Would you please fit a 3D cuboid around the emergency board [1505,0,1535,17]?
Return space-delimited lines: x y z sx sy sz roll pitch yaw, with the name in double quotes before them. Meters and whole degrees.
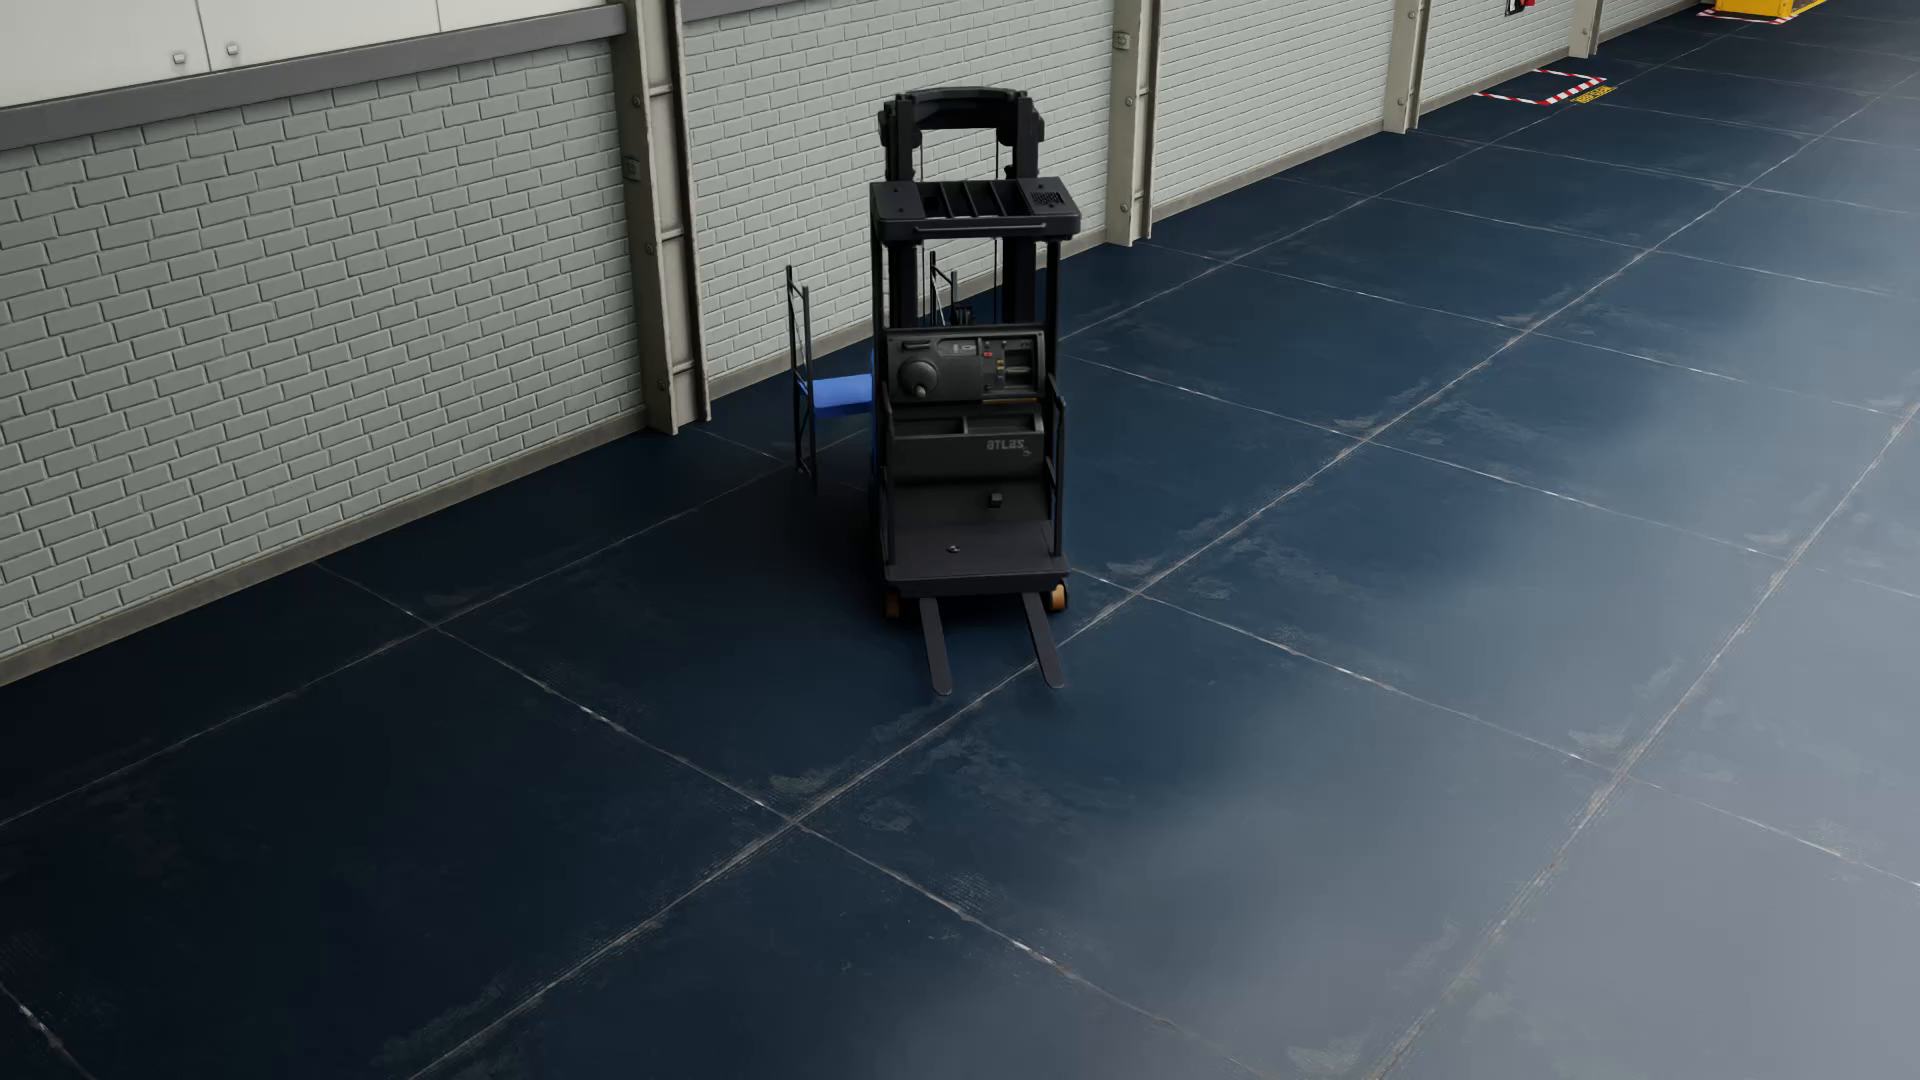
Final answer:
"emergency board" 7.715 -7.744 22.588 0.194 1.169 0.643 21 34 34

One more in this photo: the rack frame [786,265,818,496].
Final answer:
"rack frame" -1.076 -1.077 11.328 0.032 1.500 0.500 -9 28 -17

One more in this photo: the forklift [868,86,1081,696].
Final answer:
"forklift" 0.061 -0.990 9.606 1.130 2.935 3.031 -3 27 -5

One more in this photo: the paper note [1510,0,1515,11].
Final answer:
"paper note" 7.549 -7.311 22.708 0.016 0.148 0.142 21 34 34

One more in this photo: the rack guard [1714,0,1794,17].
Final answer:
"rack guard" 13.403 -9.152 28.030 1.175 0.500 0.348 21 34 34

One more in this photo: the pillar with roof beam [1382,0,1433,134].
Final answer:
"pillar with roof beam" 8.822 -7.889 16.337 9.100 9.000 0.400 21 34 34

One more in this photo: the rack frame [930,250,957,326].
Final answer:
"rack frame" -0.114 -1.229 11.620 0.032 1.500 0.500 -9 28 -17

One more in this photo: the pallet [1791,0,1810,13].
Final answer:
"pallet" 13.947 -9.302 28.633 1.003 0.211 1.213 21 34 34

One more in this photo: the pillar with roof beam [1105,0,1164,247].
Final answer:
"pillar with roof beam" 5.005 -5.761 12.225 9.100 9.000 0.400 21 34 34

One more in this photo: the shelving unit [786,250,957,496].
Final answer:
"shelving unit" -0.595 -1.153 11.474 1.048 1.500 0.538 -9 28 -17

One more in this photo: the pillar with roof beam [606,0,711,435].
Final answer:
"pillar with roof beam" 1.189 -3.634 8.113 9.100 9.000 0.400 21 34 34

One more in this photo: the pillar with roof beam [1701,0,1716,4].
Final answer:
"pillar with roof beam" 16.455 -12.143 24.561 9.100 9.000 0.400 21 34 34

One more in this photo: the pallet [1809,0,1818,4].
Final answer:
"pallet" 14.724 -9.733 29.465 1.003 0.211 1.213 21 34 34

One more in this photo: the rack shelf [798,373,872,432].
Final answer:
"rack shelf" -0.594 -0.993 11.555 1.000 0.185 0.538 -9 28 -17

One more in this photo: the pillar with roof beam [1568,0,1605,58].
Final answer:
"pillar with roof beam" 12.638 -10.016 20.449 9.100 9.000 0.400 21 34 34
